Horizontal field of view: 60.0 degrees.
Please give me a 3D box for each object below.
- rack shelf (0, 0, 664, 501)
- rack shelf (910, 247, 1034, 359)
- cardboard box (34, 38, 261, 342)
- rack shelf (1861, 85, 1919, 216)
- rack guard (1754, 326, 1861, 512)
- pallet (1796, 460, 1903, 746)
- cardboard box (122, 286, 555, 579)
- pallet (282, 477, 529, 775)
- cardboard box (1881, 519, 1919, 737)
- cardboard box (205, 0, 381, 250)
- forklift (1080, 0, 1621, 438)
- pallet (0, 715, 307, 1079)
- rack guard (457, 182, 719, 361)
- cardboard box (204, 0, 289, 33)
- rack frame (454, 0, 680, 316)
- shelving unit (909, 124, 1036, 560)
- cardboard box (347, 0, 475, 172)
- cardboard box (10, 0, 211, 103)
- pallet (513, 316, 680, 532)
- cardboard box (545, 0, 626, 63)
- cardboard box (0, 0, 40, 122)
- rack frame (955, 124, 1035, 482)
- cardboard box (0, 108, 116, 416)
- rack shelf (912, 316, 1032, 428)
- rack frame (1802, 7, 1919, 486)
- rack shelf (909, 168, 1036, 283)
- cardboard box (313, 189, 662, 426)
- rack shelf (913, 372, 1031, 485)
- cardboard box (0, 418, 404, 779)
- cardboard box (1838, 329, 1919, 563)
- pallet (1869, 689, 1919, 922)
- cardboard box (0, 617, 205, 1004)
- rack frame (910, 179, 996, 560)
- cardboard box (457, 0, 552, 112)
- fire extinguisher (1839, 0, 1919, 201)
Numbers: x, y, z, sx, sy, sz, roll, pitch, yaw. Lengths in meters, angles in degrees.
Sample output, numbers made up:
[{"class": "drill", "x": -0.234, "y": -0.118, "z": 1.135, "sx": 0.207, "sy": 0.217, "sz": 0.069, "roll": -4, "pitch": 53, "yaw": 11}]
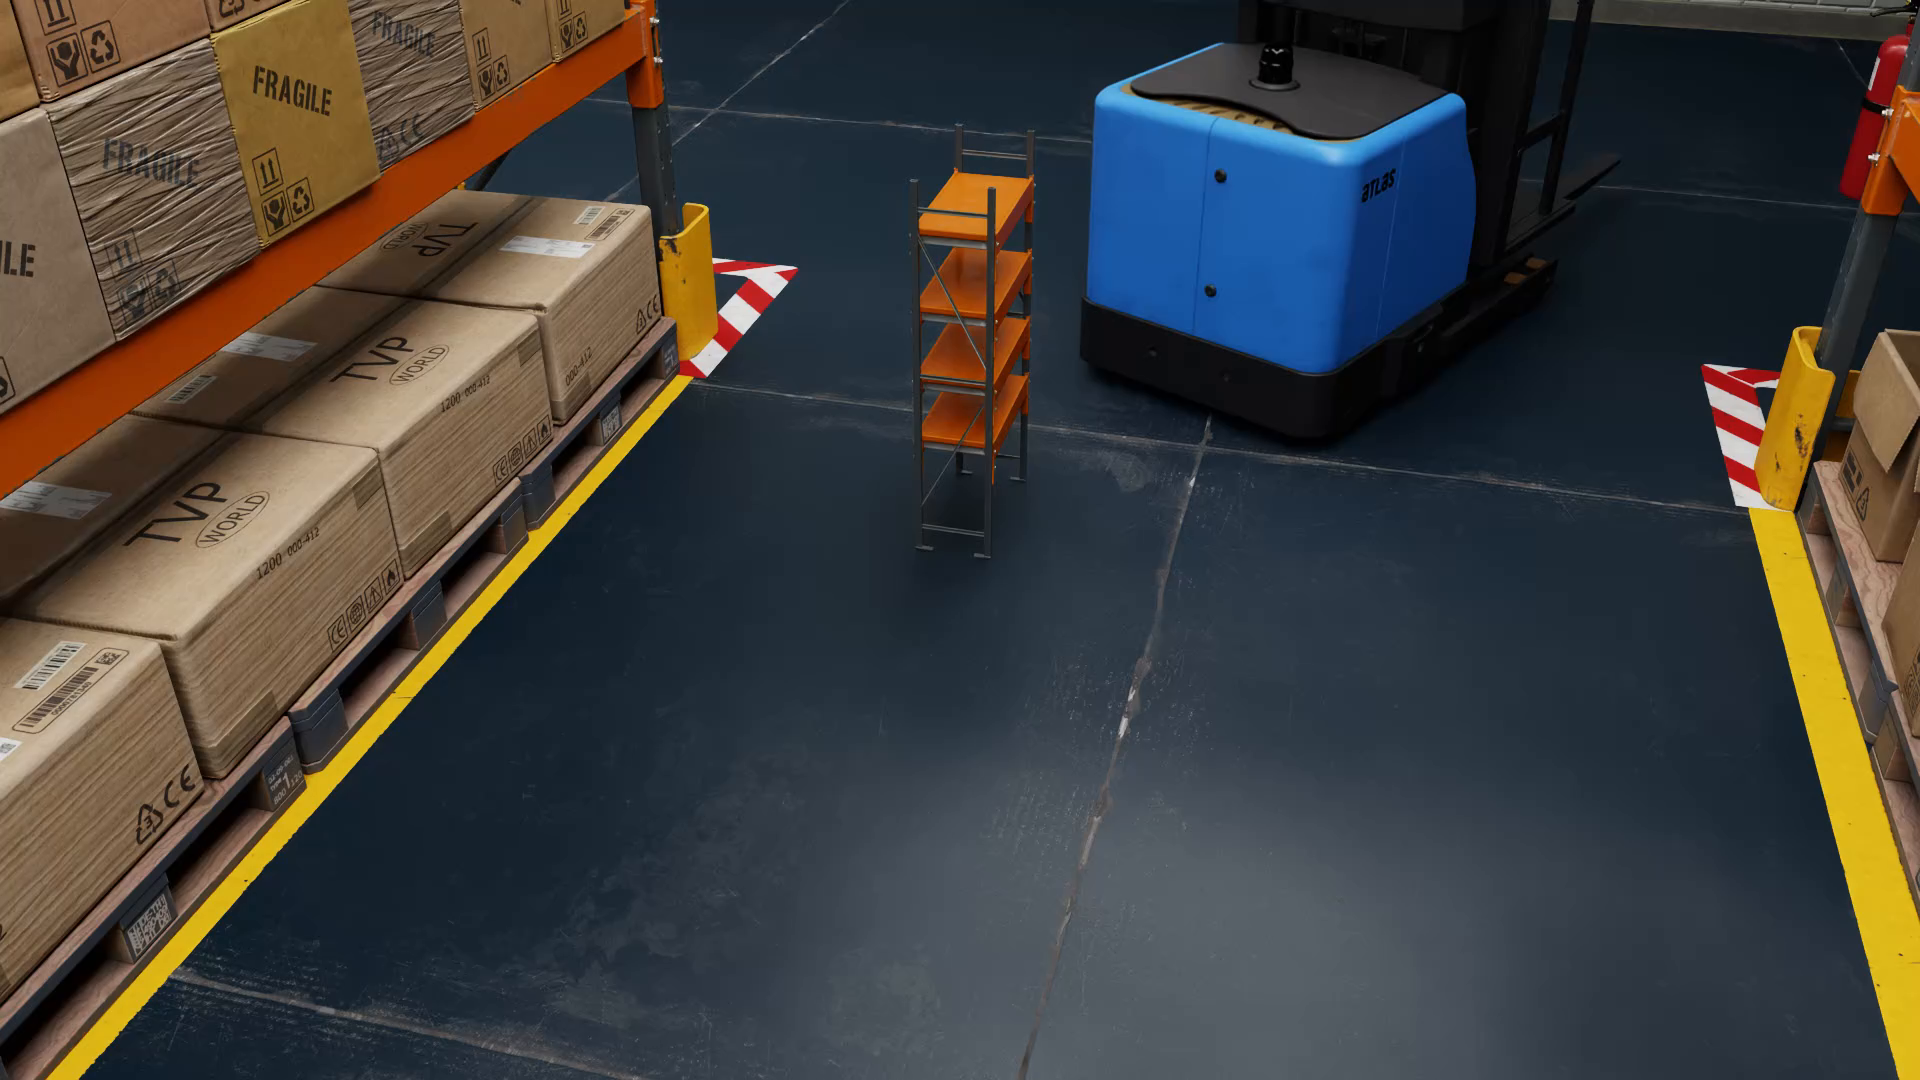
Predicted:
[{"class": "rack shelf", "x": -2.059, "y": -0.751, "z": 4.306, "sx": 1.077, "sy": 0.370, "sz": 4.000, "roll": 8, "pitch": 33, "yaw": 12}, {"class": "rack shelf", "x": 0.042, "y": -0.724, "z": 4.979, "sx": 0.258, "sy": 0.148, "sz": 0.480, "roll": 8, "pitch": 33, "yaw": 12}, {"class": "cardboard box", "x": -1.930, "y": -0.784, "z": 3.595, "sx": 0.500, "sy": 0.500, "sz": 0.500, "roll": 8, "pitch": 33, "yaw": 13}, {"class": "rack shelf", "x": 2.743, "y": -0.077, "z": 3.246, "sx": 1.077, "sy": 0.370, "sz": 4.000, "roll": 8, "pitch": 33, "yaw": 12}, {"class": "rack guard", "x": 3.232, "y": -0.324, "z": 5.294, "sx": 1.175, "sy": 0.500, "sz": 0.348, "roll": 8, "pitch": 33, "yaw": 12}, {"class": "pallet", "x": 3.030, "y": 0.212, "z": 4.720, "sx": 1.003, "sy": 0.211, "sz": 1.213, "roll": 8, "pitch": 33, "yaw": 12}, {"class": "cardboard box", "x": -1.846, "y": -0.356, "z": 5.011, "sx": 0.875, "sy": 0.438, "sz": 0.875, "roll": 9, "pitch": 34, "yaw": 14}, {"class": "pallet", "x": -1.990, "y": 0.141, "z": 4.831, "sx": 1.003, "sy": 0.211, "sz": 1.213, "roll": 8, "pitch": 33, "yaw": 12}, {"class": "cardboard box", "x": 2.749, "y": 0.202, "z": 4.075, "sx": 0.700, "sy": 0.500, "sz": 0.500, "roll": 9, "pitch": 34, "yaw": 14}, {"class": "cardboard box", "x": -1.799, "y": -1.052, "z": 4.015, "sx": 0.500, "sy": 0.500, "sz": 0.500, "roll": 9, "pitch": 34, "yaw": 14}, {"class": "forklift", "x": 1.784, "y": -2.299, "z": 6.134, "sx": 1.130, "sy": 2.935, "sz": 3.031, "roll": 25, "pitch": 40, "yaw": 33}, {"class": "pallet", "x": -2.298, "y": 0.776, "z": 3.832, "sx": 1.003, "sy": 0.211, "sz": 1.213, "roll": 8, "pitch": 33, "yaw": 12}, {"class": "rack guard", "x": -1.545, "y": -1.050, "z": 6.435, "sx": 1.175, "sy": 0.500, "sz": 0.348, "roll": 8, "pitch": 33, "yaw": 12}, {"class": "cardboard box", "x": -1.806, "y": -1.482, "z": 3.760, "sx": 0.500, "sy": 0.500, "sz": 0.500, "roll": 8, "pitch": 33, "yaw": 12}, {"class": "rack frame", "x": -1.551, "y": -2.092, "z": 5.745, "sx": 1.000, "sy": 3.000, "sz": 0.127, "roll": 8, "pitch": 33, "yaw": 12}, {"class": "shelving unit", "x": 0.042, "y": -0.592, "z": 5.063, "sx": 0.258, "sy": 1.200, "sz": 0.503, "roll": 8, "pitch": 33, "yaw": 12}, {"class": "cardboard box", "x": -1.681, "y": -1.321, "z": 4.439, "sx": 0.500, "sy": 0.500, "sz": 0.500, "roll": 9, "pitch": 34, "yaw": 14}, {"class": "cardboard box", "x": -1.936, "y": -1.220, "z": 3.348, "sx": 0.500, "sy": 0.500, "sz": 0.500, "roll": 9, "pitch": 33, "yaw": 13}, {"class": "pallet", "x": -1.679, "y": -0.490, "z": 5.824, "sx": 1.003, "sy": 0.211, "sz": 1.213, "roll": 8, "pitch": 33, "yaw": 12}, {"class": "cardboard box", "x": -1.418, "y": -1.848, "z": 5.268, "sx": 0.500, "sy": 0.500, "sz": 0.500, "roll": 8, "pitch": 33, "yaw": 13}, {"class": "cardboard box", "x": -2.077, "y": -0.956, "z": 2.933, "sx": 0.500, "sy": 0.500, "sz": 0.500, "roll": 8, "pitch": 33, "yaw": 12}, {"class": "rack frame", "x": 0.104, "y": -0.719, "z": 5.262, "sx": 0.240, "sy": 1.200, "sz": 0.015, "roll": 8, "pitch": 33, "yaw": 12}, {"class": "cardboard box", "x": -2.062, "y": -0.527, "z": 3.190, "sx": 0.500, "sy": 0.500, "sz": 0.500, "roll": 8, "pitch": 33, "yaw": 13}, {"class": "rack shelf", "x": 0.042, "y": -0.535, "z": 5.099, "sx": 0.258, "sy": 0.148, "sz": 0.480, "roll": 8, "pitch": 33, "yaw": 12}, {"class": "rack frame", "x": 3.251, "y": -1.418, "z": 4.685, "sx": 1.000, "sy": 3.000, "sz": 0.127, "roll": 8, "pitch": 33, "yaw": 12}, {"class": "rack shelf", "x": 0.042, "y": -0.924, "z": 4.852, "sx": 0.258, "sy": 0.148, "sz": 0.480, "roll": 8, "pitch": 33, "yaw": 12}, {"class": "cardboard box", "x": -1.622, "y": -0.832, "z": 5.760, "sx": 0.875, "sy": 0.438, "sz": 0.875, "roll": 7, "pitch": 33, "yaw": 11}, {"class": "rack shelf", "x": 0.042, "y": -0.368, "z": 5.206, "sx": 0.258, "sy": 0.148, "sz": 0.480, "roll": 8, "pitch": 33, "yaw": 12}, {"class": "cardboard box", "x": -2.077, "y": 0.112, "z": 4.275, "sx": 0.875, "sy": 0.438, "sz": 0.875, "roll": 7, "pitch": 33, "yaw": 11}, {"class": "cardboard box", "x": 3.004, "y": -0.238, "z": 4.763, "sx": 0.797, "sy": 0.503, "sz": 0.637, "roll": 7, "pitch": 33, "yaw": 10}, {"class": "pallet", "x": 2.719, "y": 0.843, "z": 3.728, "sx": 1.003, "sy": 0.211, "sz": 1.213, "roll": 8, "pitch": 33, "yaw": 12}, {"class": "cardboard box", "x": -2.303, "y": 0.576, "z": 3.544, "sx": 0.875, "sy": 0.438, "sz": 0.875, "roll": 8, "pitch": 33, "yaw": 12}, {"class": "rack frame", "x": -0.020, "y": -0.466, "z": 4.864, "sx": 0.240, "sy": 1.200, "sz": 0.015, "roll": 8, "pitch": 33, "yaw": 12}, {"class": "cardboard box", "x": -1.560, "y": -1.590, "z": 4.861, "sx": 0.500, "sy": 0.500, "sz": 0.500, "roll": 7, "pitch": 33, "yaw": 11}, {"class": "fire extinguisher", "x": 2.841, "y": -1.368, "z": 5.025, "sx": 0.296, "sy": 0.674, "sz": 0.183, "roll": 8, "pitch": 33, "yaw": 12}]
